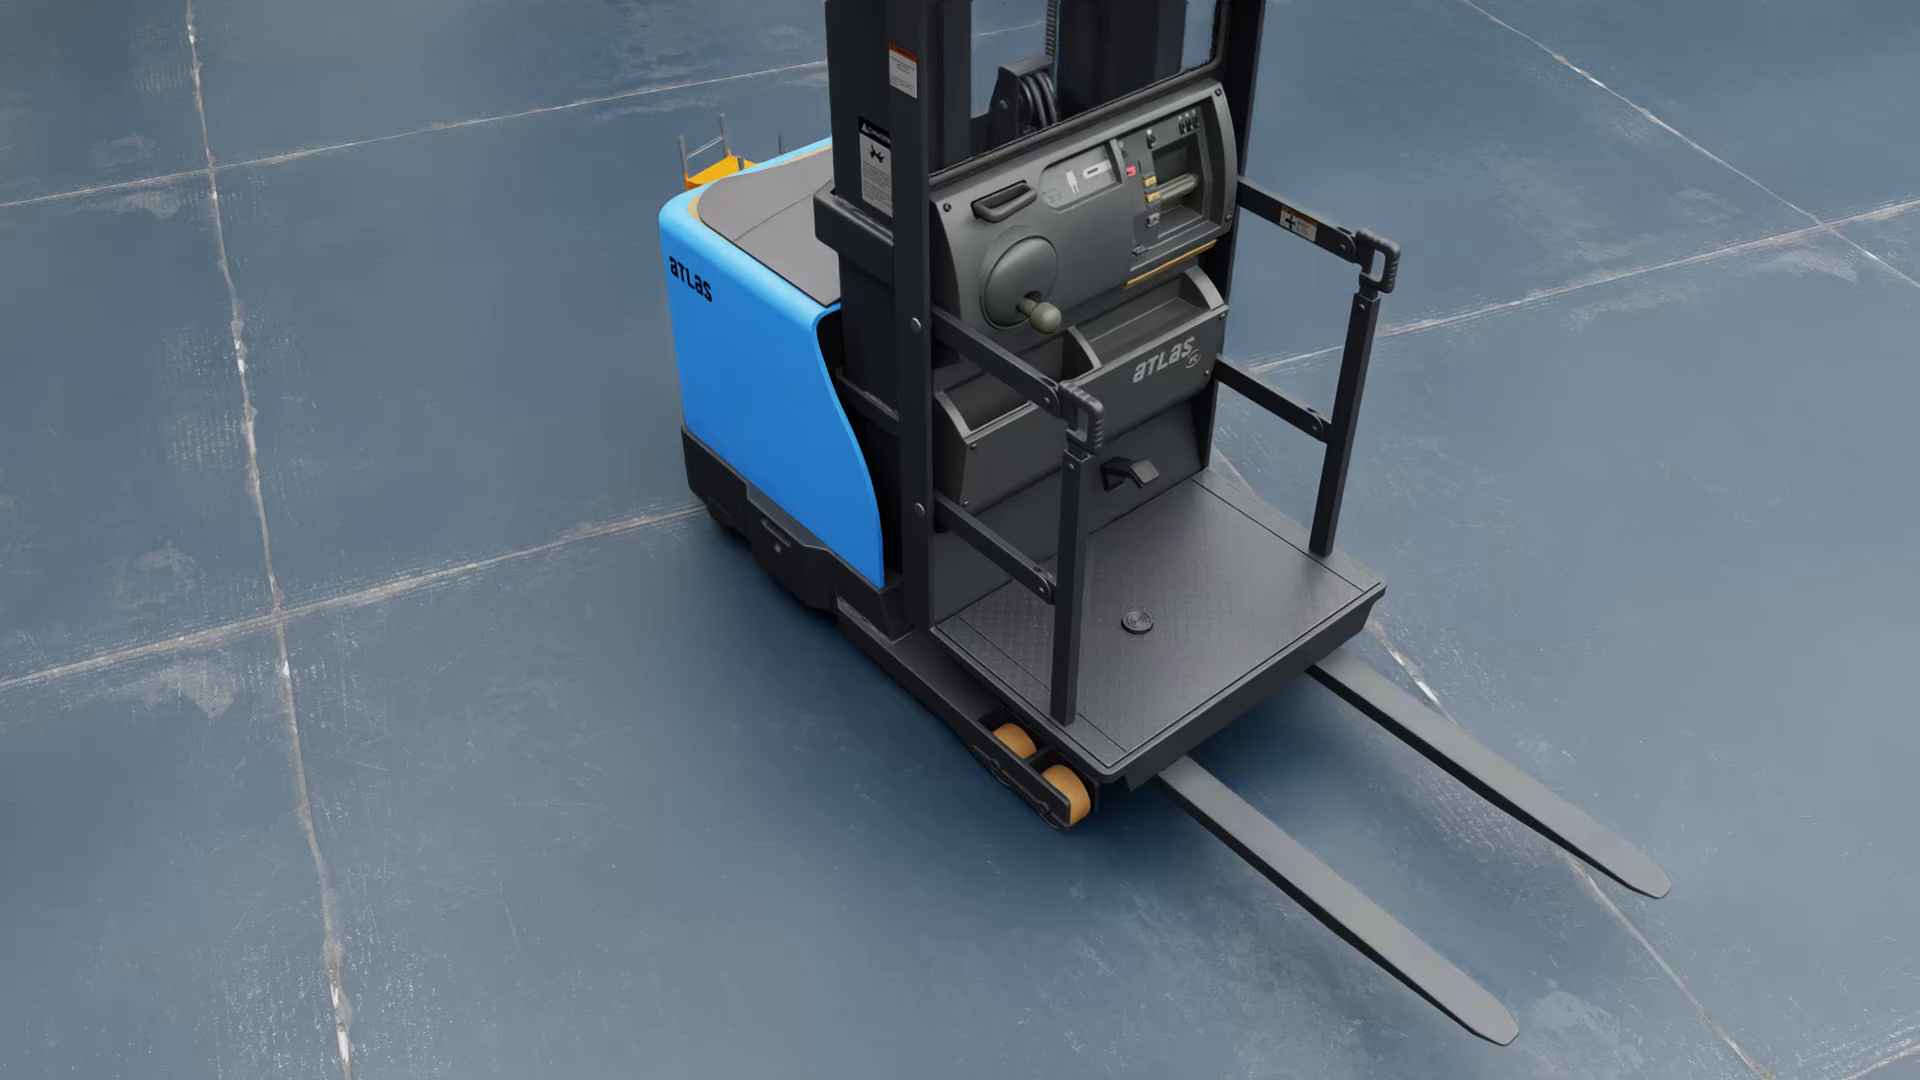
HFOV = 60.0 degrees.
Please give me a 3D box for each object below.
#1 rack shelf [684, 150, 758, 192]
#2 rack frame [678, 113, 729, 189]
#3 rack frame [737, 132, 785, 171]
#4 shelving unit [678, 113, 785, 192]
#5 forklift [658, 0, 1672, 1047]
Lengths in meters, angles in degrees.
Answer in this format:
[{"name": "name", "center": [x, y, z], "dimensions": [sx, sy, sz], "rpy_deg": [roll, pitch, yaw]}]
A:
[{"name": "rack shelf", "center": [-0.692, -1.040, 5.228], "dimensions": [0.240, 0.259, 0.215], "rpy_deg": [24, 46, 28]}, {"name": "rack frame", "center": [-0.781, -0.872, 5.459], "dimensions": [0.008, 1.050, 0.200], "rpy_deg": [24, 46, 28]}, {"name": "rack frame", "center": [-0.585, -0.785, 5.343], "dimensions": [0.008, 1.050, 0.200], "rpy_deg": [24, 46, 28]}, {"name": "shelving unit", "center": [-0.683, -0.829, 5.401], "dimensions": [0.252, 1.050, 0.215], "rpy_deg": [24, 46, 28]}, {"name": "forklift", "center": [0.461, -0.730, 3.851], "dimensions": [1.130, 2.935, 3.031], "rpy_deg": [-29, 48, -29]}]
